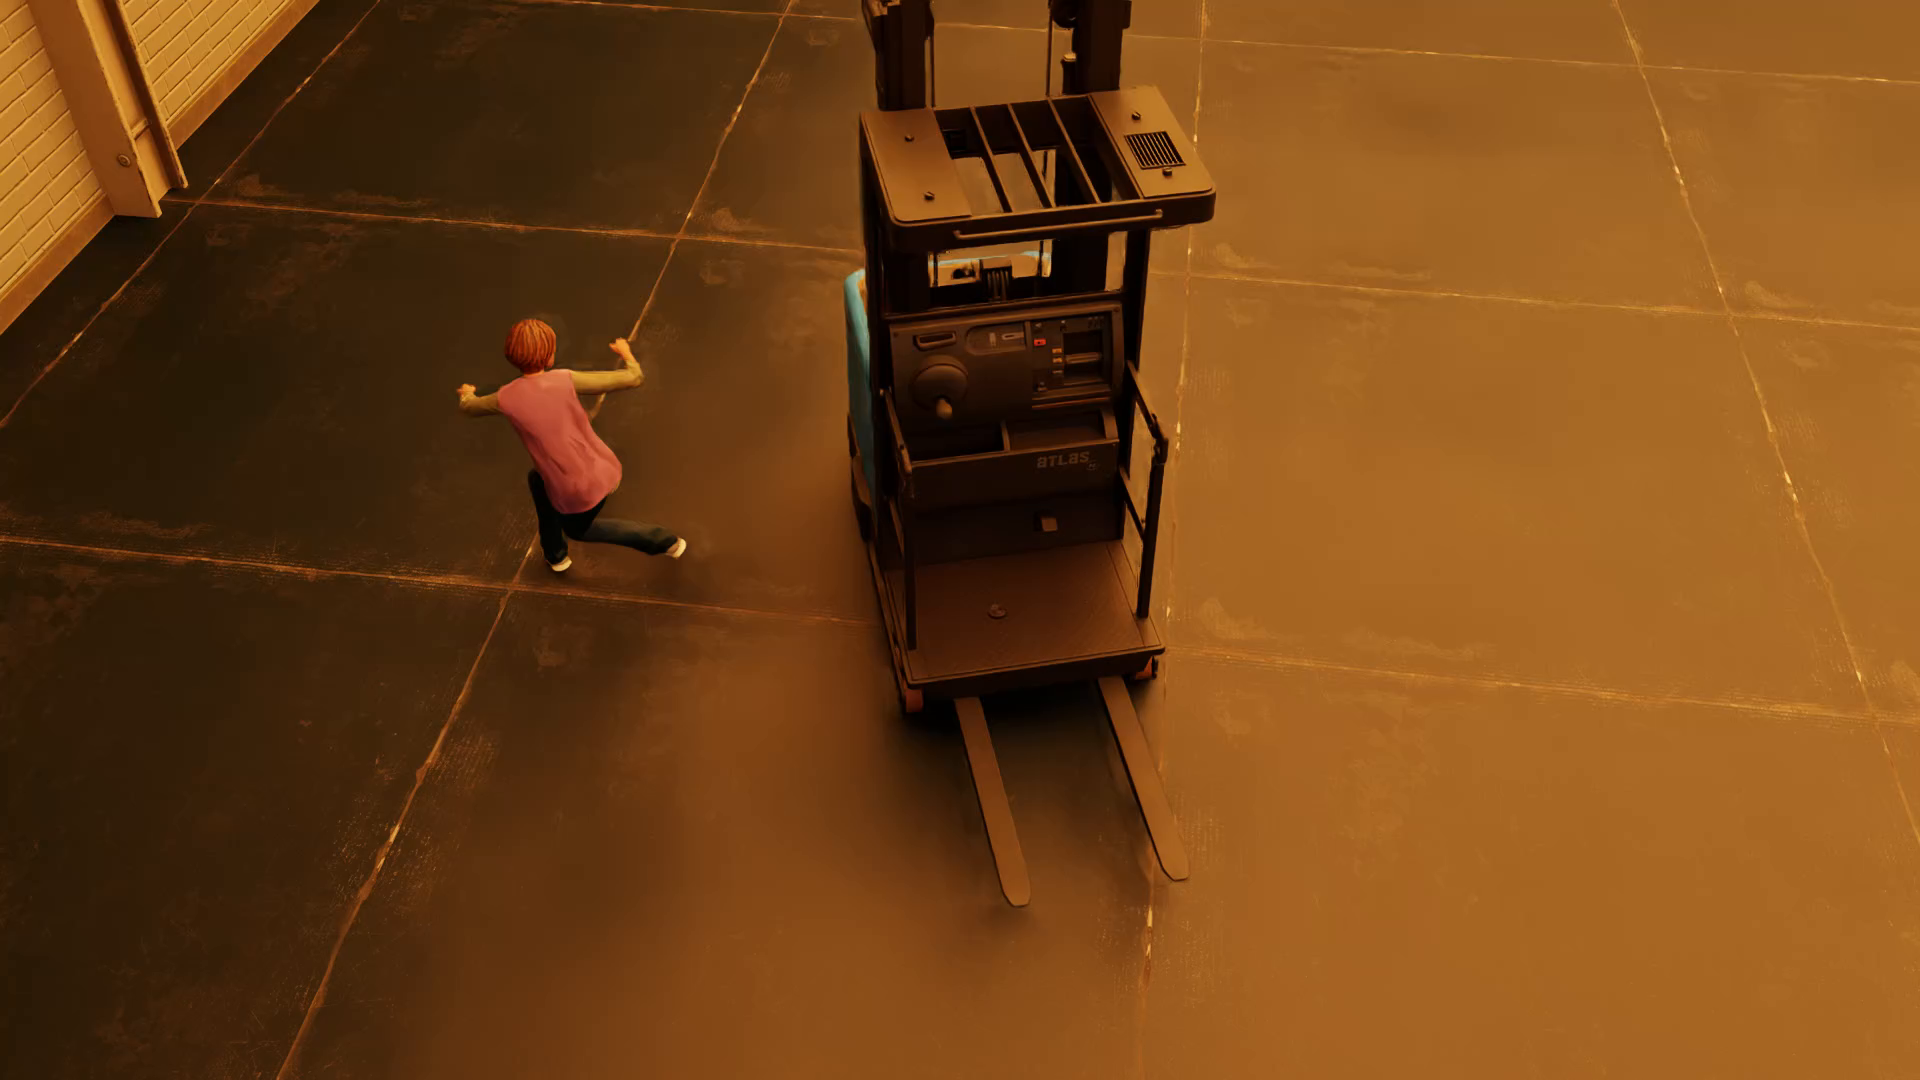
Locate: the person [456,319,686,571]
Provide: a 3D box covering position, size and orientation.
[{"bbox_3d":[-1.729,-0.454,7.409,1.037,1.366,0.727,27,49,26],"label":"person"}]

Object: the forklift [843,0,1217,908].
[{"bbox_3d":[0.233,-0.617,6.396,1.130,2.935,3.031,-7,43,-8],"label":"forklift"}]
